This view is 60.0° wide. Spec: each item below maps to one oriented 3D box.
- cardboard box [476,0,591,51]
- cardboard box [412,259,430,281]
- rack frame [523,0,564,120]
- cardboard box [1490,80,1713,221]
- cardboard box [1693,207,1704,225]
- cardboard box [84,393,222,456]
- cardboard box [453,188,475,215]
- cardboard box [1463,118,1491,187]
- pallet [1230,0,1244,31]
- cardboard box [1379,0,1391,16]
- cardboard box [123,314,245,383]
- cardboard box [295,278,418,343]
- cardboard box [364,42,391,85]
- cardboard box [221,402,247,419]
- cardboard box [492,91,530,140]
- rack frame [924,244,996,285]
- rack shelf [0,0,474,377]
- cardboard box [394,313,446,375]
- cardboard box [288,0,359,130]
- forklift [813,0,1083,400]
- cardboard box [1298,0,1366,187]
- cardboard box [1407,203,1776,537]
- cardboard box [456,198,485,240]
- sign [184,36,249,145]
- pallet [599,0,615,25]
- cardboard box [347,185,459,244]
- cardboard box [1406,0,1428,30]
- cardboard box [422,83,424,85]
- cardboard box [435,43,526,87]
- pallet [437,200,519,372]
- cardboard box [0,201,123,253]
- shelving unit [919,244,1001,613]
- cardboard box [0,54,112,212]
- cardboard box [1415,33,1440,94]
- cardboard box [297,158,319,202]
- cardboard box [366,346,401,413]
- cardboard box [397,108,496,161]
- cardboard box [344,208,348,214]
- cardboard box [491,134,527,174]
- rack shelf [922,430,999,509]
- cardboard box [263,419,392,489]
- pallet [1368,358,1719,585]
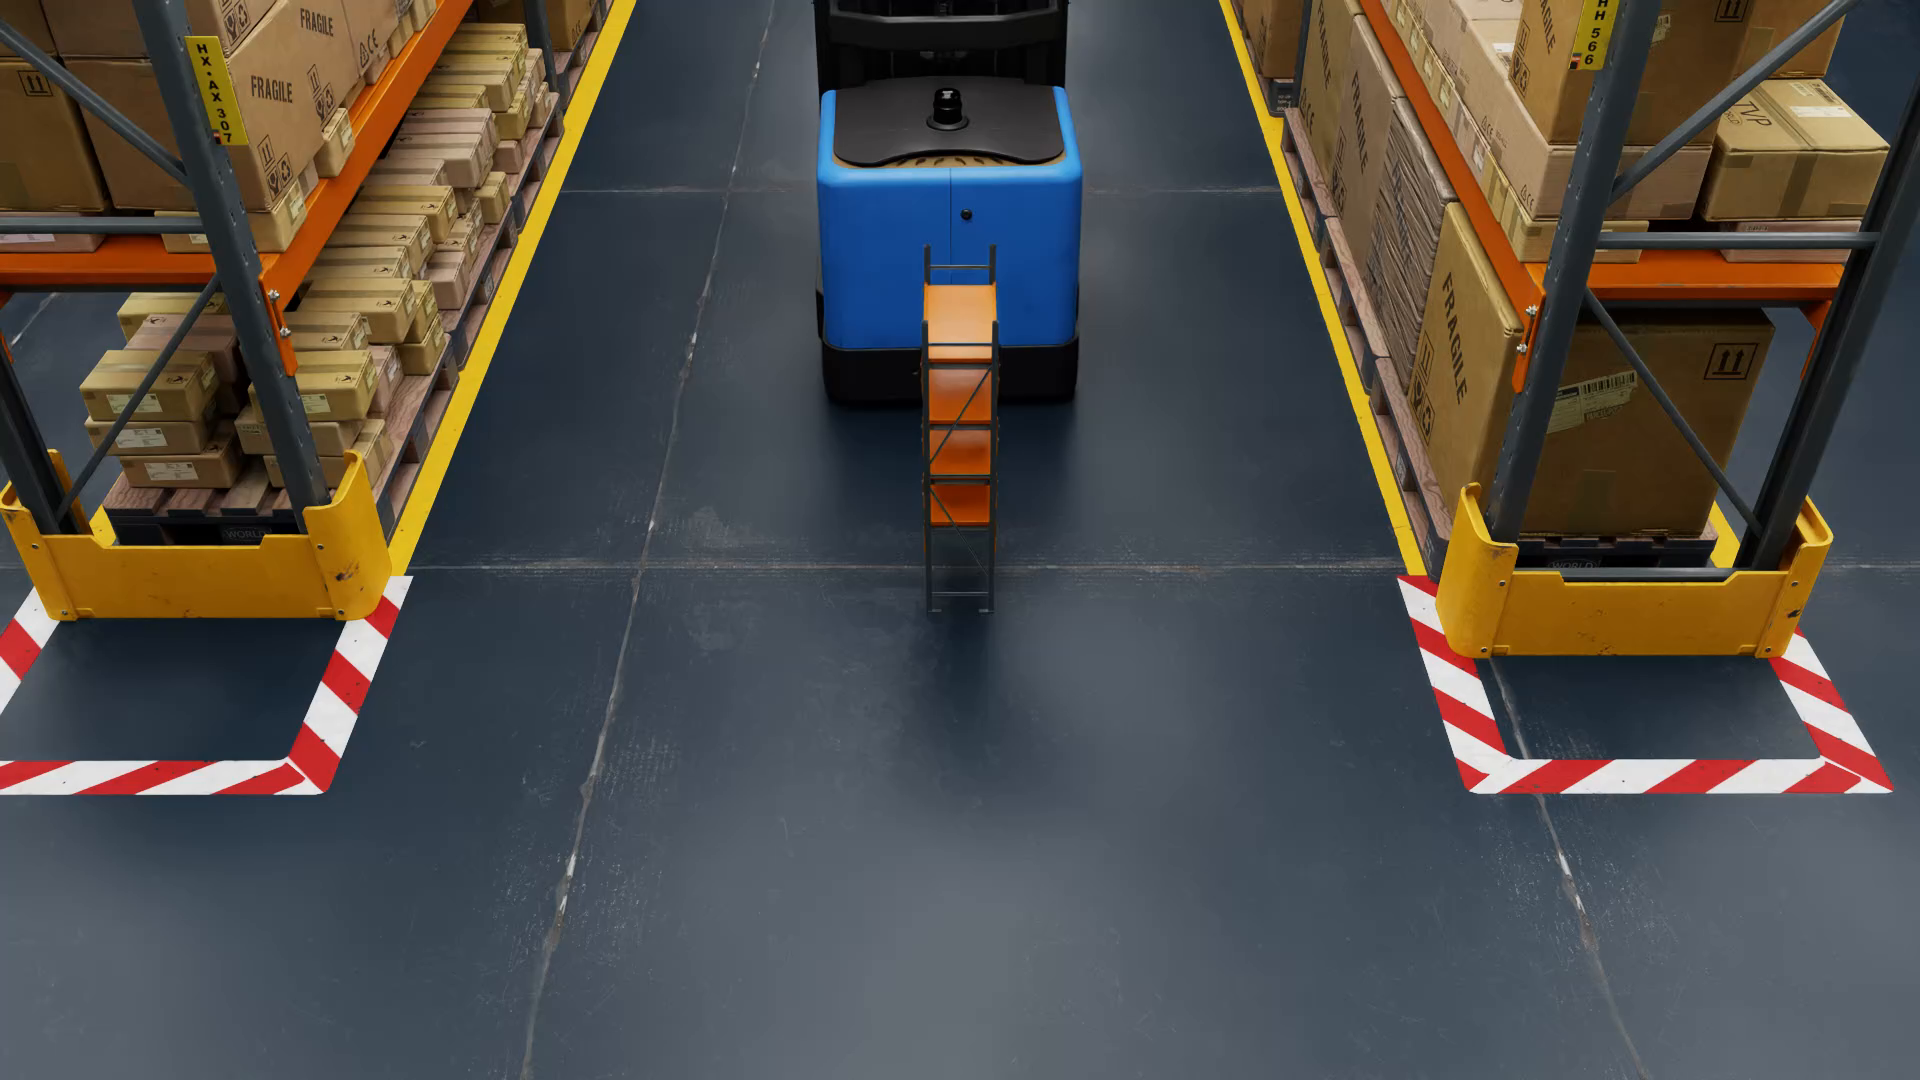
[{"bbox_3d":[-2.412,-3.097,9.378,0.500,0.500,0.500,1,39,2],"label":"cardboard box"},{"bbox_3d":[-2.436,-1.090,6.918,0.380,0.149,0.250,-2,39,-2],"label":"cardboard box"},{"bbox_3d":[-2.677,-3.446,8.151,1.000,3.000,0.127,0,39,0],"label":"rack frame"},{"bbox_3d":[2.022,-1.245,5.287,0.500,0.250,0.500,-1,39,-1],"label":"cardboard box"},{"bbox_3d":[2.616,-1.169,5.512,0.380,0.149,0.250,-1,39,-1],"label":"cardboard box"},{"bbox_3d":[-2.958,-0.442,6.109,0.380,0.149,0.250,-1,39,-1],"label":"cardboard box"},{"bbox_3d":[-2.426,-1.596,7.549,0.380,0.149,0.250,-2,39,-2],"label":"cardboard box"},{"bbox_3d":[1.957,-1.330,5.711,0.380,0.149,0.250,0,39,0],"label":"cardboard box"},{"bbox_3d":[2.203,-3.545,10.505,1.003,0.211,1.213,0,39,0],"label":"pallet"},{"bbox_3d":[1.953,-2.292,6.913,0.380,0.149,0.250,0,39,0],"label":"cardboard box"},{"bbox_3d":[-2.869,-0.716,6.213,0.380,0.149,0.250,1,39,1],"label":"cardboard box"},{"bbox_3d":[-2.326,-0.886,6.425,0.380,0.149,0.250,0,39,0],"label":"cardboard box"},{"bbox_3d":[-2.418,-1.863,6.376,0.380,0.149,0.250,-1,39,-1],"label":"cardboard box"},{"bbox_3d":[-2.983,-0.486,6.401,0.380,0.149,0.250,1,39,1],"label":"cardboard box"},{"bbox_3d":[-2.328,-2.080,8.153,0.380,0.149,0.250,-1,39,-2],"label":"cardboard box"},{"bbox_3d":[0.000,-0.517,5.936,0.240,1.200,0.015,0,39,0],"label":"rack frame"},{"bbox_3d":[-2.675,-1.914,6.816,1.077,0.370,4.000,0,39,0],"label":"rack shelf"},{"bbox_3d":[-2.333,-0.803,6.797,0.380,0.149,0.250,0,39,1],"label":"cardboard box"},{"bbox_3d":[-2.423,-1.715,5.674,0.500,0.500,0.500,0,39,0],"label":"cardboard box"},{"bbox_3d":[-0.091,-2.620,7.176,1.130,2.935,3.031,-1,39,-2],"label":"forklift"},{"bbox_3d":[2.204,-2.308,8.095,0.875,0.875,0.875,0,39,0],"label":"cardboard box"},{"bbox_3d":[2.207,-0.620,5.988,0.875,0.875,0.875,0,39,0],"label":"cardboard box"},{"bbox_3d":[-2.401,-1.442,7.594,0.380,0.149,0.250,1,39,1],"label":"cardboard box"},{"bbox_3d":[-2.130,-1.283,4.760,0.100,0.325,0.005,0,39,0],"label":"sign"},{"bbox_3d":[-2.683,-3.609,10.585,1.003,0.211,1.213,0,39,0],"label":"pallet"},{"bbox_3d":[-2.354,-1.379,7.040,0.380,0.149,0.250,1,39,1],"label":"cardboard box"},{"bbox_3d":[2.016,-2.206,6.487,0.500,0.250,0.500,0,39,0],"label":"cardboard box"},{"bbox_3d":[-2.906,-2.228,8.338,0.380,0.149,0.250,0,39,0],"label":"cardboard box"},{"bbox_3d":[-2.376,-2.347,8.249,0.380,0.149,0.250,0,39,1],"label":"cardboard box"},{"bbox_3d":[-2.636,-1.173,7.545,1.003,0.211,1.213,0,39,0],"label":"pallet"},{"bbox_3d":[-2.955,-1.050,5.363,0.380,0.149,0.250,0,39,0],"label":"cardboard box"},{"bbox_3d":[0.000,-0.365,5.746,0.258,1.200,0.503,0,39,0],"label":"shelving unit"},{"bbox_3d":[-2.930,-1.380,5.256,0.500,0.500,0.500,1,39,1],"label":"cardboard box"},{"bbox_3d":[1.955,-1.810,6.311,0.380,0.149,0.250,0,39,0],"label":"cardboard box"},{"bbox_3d":[-2.386,-1.208,5.560,0.380,0.149,0.250,1,39,2],"label":"cardboard box"},{"bbox_3d":[-2.360,-0.611,6.320,0.380,0.149,0.250,0,39,0],"label":"cardboard box"},{"bbox_3d":[-2.354,-1.860,7.641,0.380,0.149,0.250,-2,39,-2],"label":"cardboard box"},{"bbox_3d":[-2.959,-1.577,7.526,0.380,0.149,0.250,0,39,0],"label":"cardboard box"},{"bbox_3d":[-2.354,-1.924,8.197,0.380,0.149,0.250,-1,39,-2],"label":"cardboard box"},{"bbox_3d":[0.000,-0.312,5.788,0.258,0.148,0.480,0,39,0],"label":"rack shelf"},{"bbox_3d":[-2.353,-0.324,6.199,0.380,0.149,0.250,1,39,1],"label":"cardboard box"},{"bbox_3d":[2.209,-0.297,6.451,1.003,0.211,1.213,0,39,0],"label":"pallet"}]
